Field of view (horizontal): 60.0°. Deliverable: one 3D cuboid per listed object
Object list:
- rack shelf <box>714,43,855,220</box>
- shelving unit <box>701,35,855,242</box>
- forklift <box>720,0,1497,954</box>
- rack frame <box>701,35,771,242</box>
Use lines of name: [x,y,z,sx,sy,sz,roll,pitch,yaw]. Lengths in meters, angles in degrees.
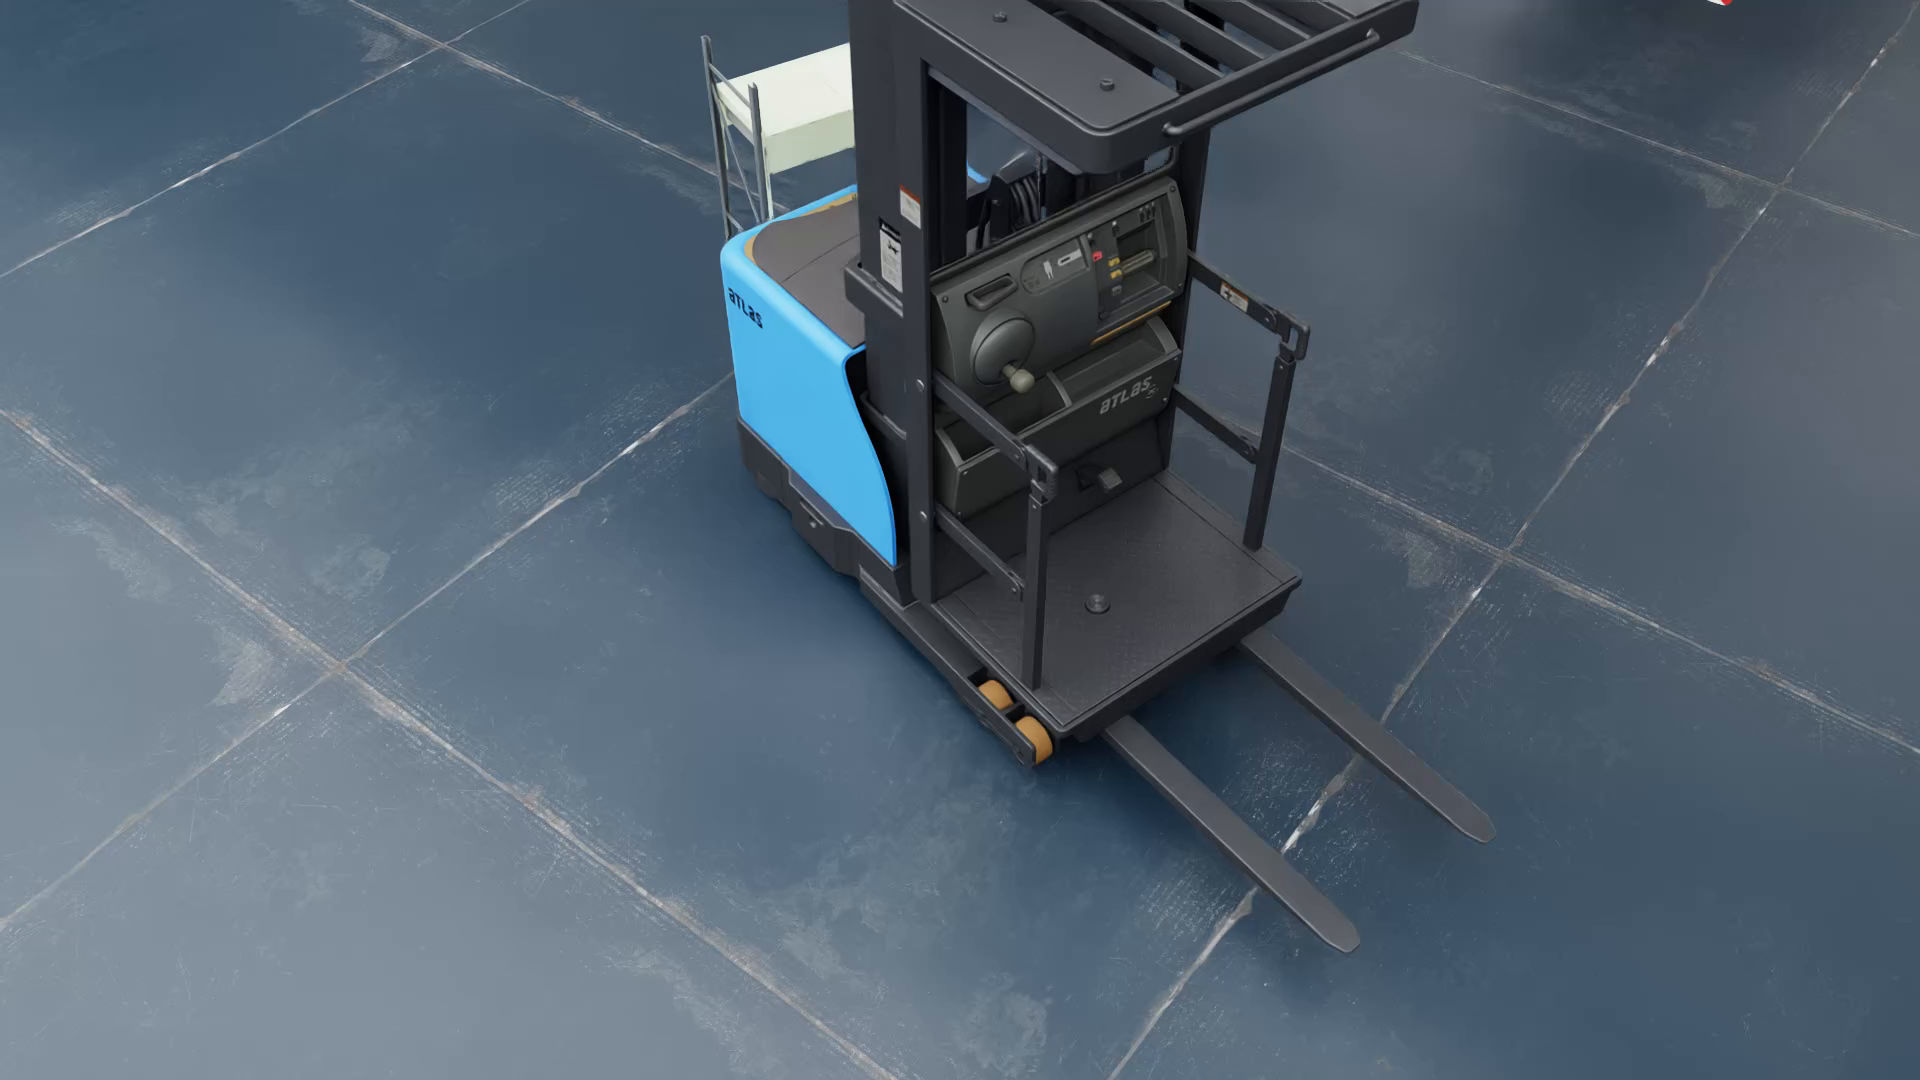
rack shelf: [-0.490,-1.551,6.154,0.720,0.370,0.431,-24,51,-21]
shelving unit: [-0.490,-1.281,6.437,0.755,1.500,0.431,-24,51,-21]
forklift: [0.452,-0.674,4.867,1.130,2.935,3.031,-29,53,-25]
rack frame: [-0.801,-1.142,6.303,0.023,1.500,0.400,-24,51,-21]
